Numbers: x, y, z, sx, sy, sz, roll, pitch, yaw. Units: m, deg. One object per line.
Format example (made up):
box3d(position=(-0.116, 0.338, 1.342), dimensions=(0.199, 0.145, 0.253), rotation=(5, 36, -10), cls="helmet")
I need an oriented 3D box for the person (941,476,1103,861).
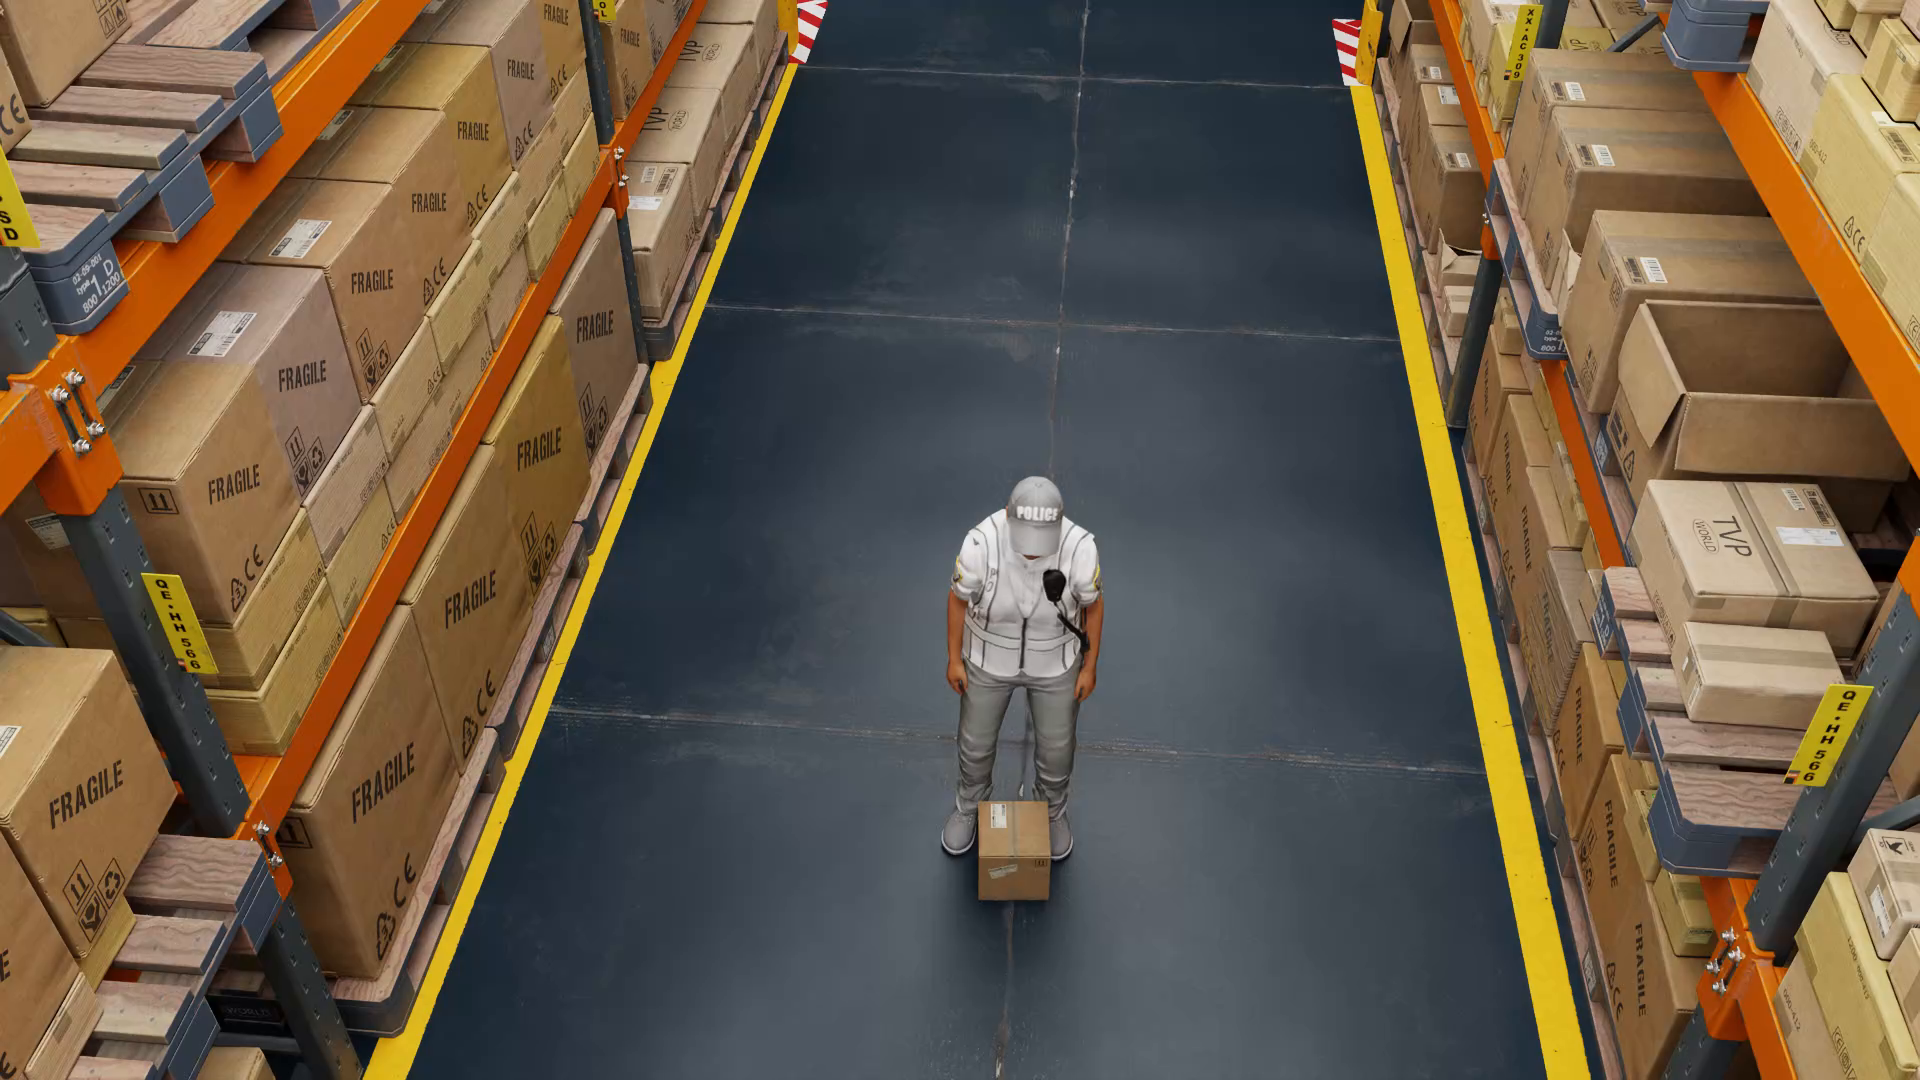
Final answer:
box3d(position=(0.206, 0.425, 5.651), dimensions=(0.539, 1.665, 0.466), rotation=(2, 40, 2), cls="person")
